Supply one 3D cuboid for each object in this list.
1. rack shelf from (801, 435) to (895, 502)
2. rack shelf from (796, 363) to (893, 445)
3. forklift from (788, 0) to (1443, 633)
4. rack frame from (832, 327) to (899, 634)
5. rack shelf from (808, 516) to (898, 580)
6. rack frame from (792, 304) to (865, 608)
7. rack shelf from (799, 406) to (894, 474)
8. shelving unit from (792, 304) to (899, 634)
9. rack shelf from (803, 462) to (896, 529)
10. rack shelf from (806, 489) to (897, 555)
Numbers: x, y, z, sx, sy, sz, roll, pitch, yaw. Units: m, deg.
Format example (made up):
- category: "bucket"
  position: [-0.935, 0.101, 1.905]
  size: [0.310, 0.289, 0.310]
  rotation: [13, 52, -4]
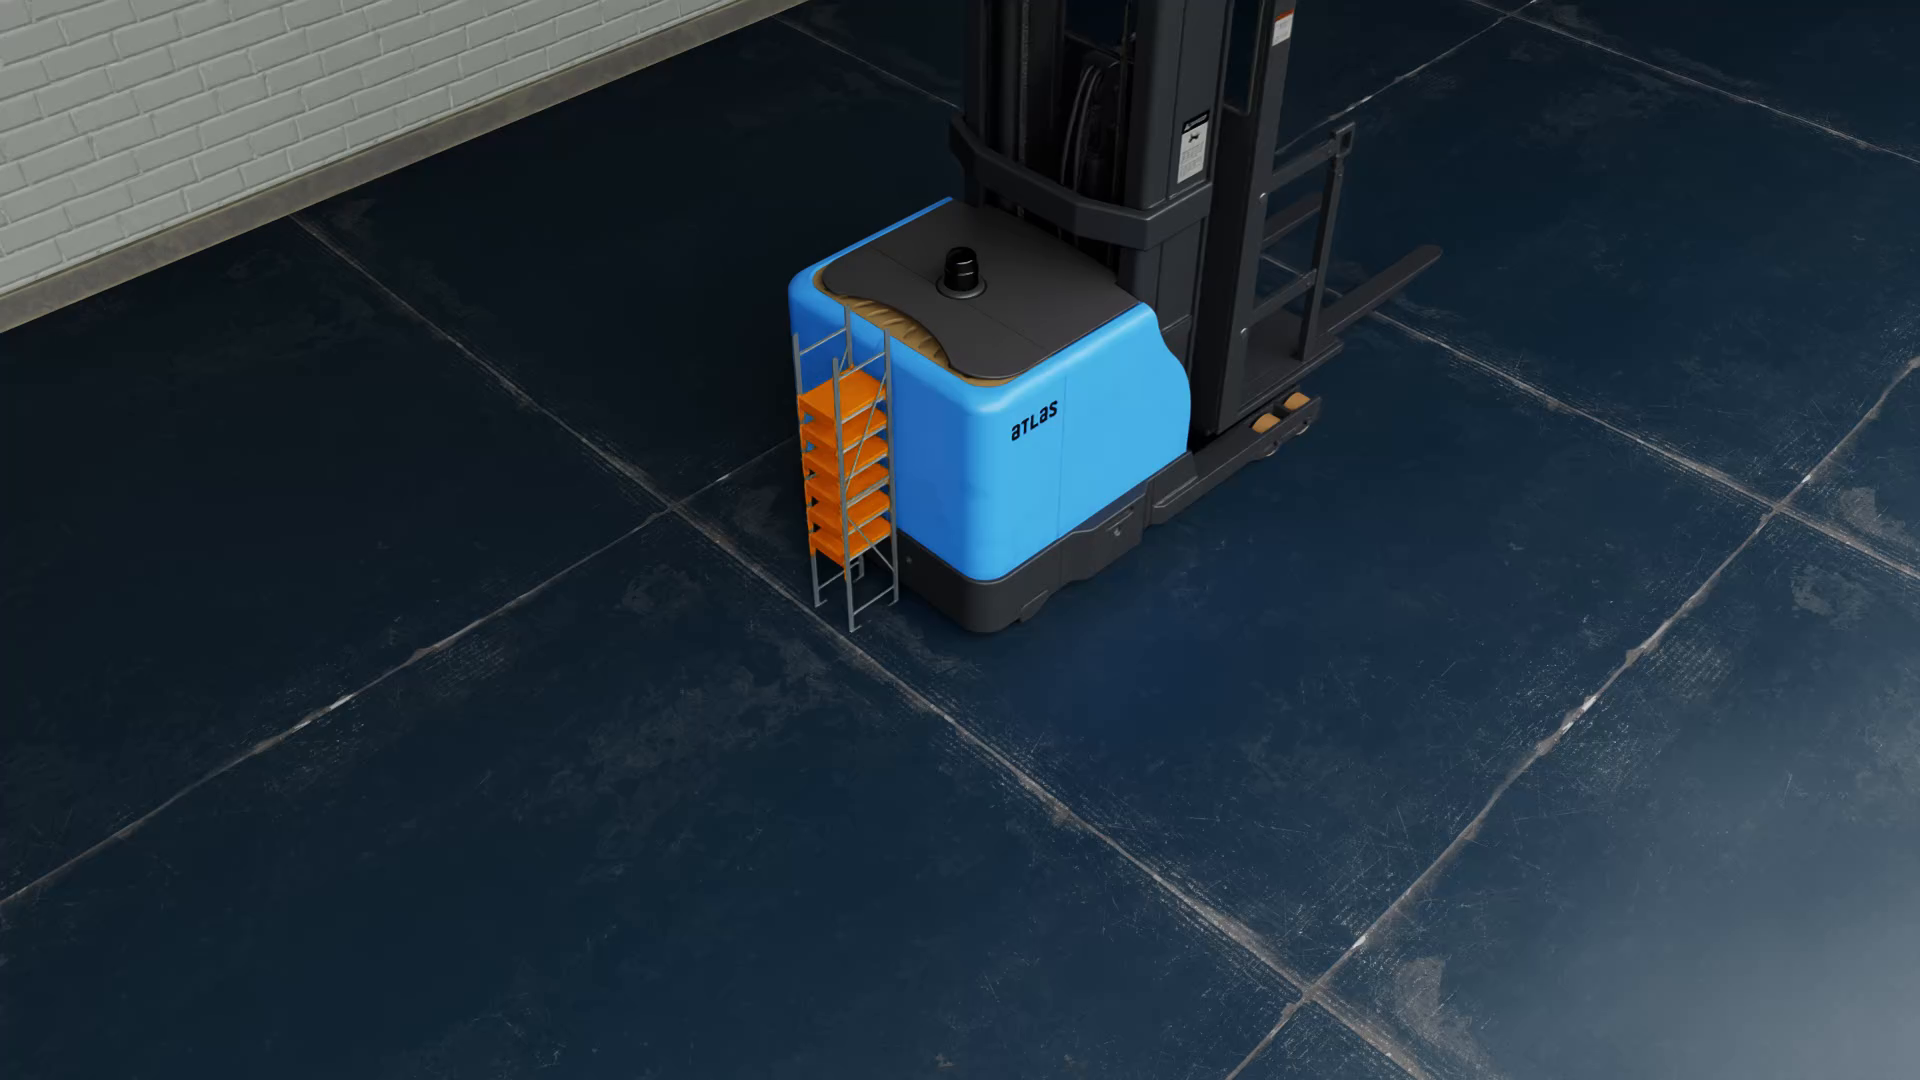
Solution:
- category: "rack shelf"
  position: [-0.372, -0.265, 5.542]
  size: [0.180, 0.103, 0.258]
  rotation: [34, 52, 31]
- category: "rack shelf"
  position: [-0.372, -0.442, 5.379]
  size: [0.180, 0.103, 0.258]
  rotation: [34, 52, 31]
- category: "forklift"
  position: [0.806, -1.638, 5.863]
  size: [3.031, 2.935, 1.130]
  rotation: [-33, 52, -31]
- category: "rack frame"
  position: [-0.306, -0.166, 5.546]
  size: [0.006, 1.200, 0.240]
  rotation: [34, 52, 31]
- category: "rack shelf"
  position: [-0.372, -0.001, 5.786]
  size: [0.180, 0.103, 0.258]
  rotation: [34, 52, 31]
- category: "rack frame"
  position: [-0.437, -0.253, 5.640]
  size: [0.006, 1.200, 0.240]
  rotation: [34, 52, 31]
- category: "rack shelf"
  position: [-0.372, -0.354, 5.460]
  size: [0.180, 0.103, 0.258]
  rotation: [34, 52, 31]
- category: "shelving unit"
  position: [-0.372, -0.210, 5.593]
  size: [0.189, 1.200, 0.258]
  rotation: [34, 52, 31]
- category: "rack shelf"
  position: [-0.372, -0.177, 5.623]
  size: [0.180, 0.103, 0.258]
  rotation: [34, 52, 31]
- category: "rack shelf"
  position: [-0.372, -0.089, 5.705]
  size: [0.180, 0.103, 0.258]
  rotation: [34, 52, 31]
